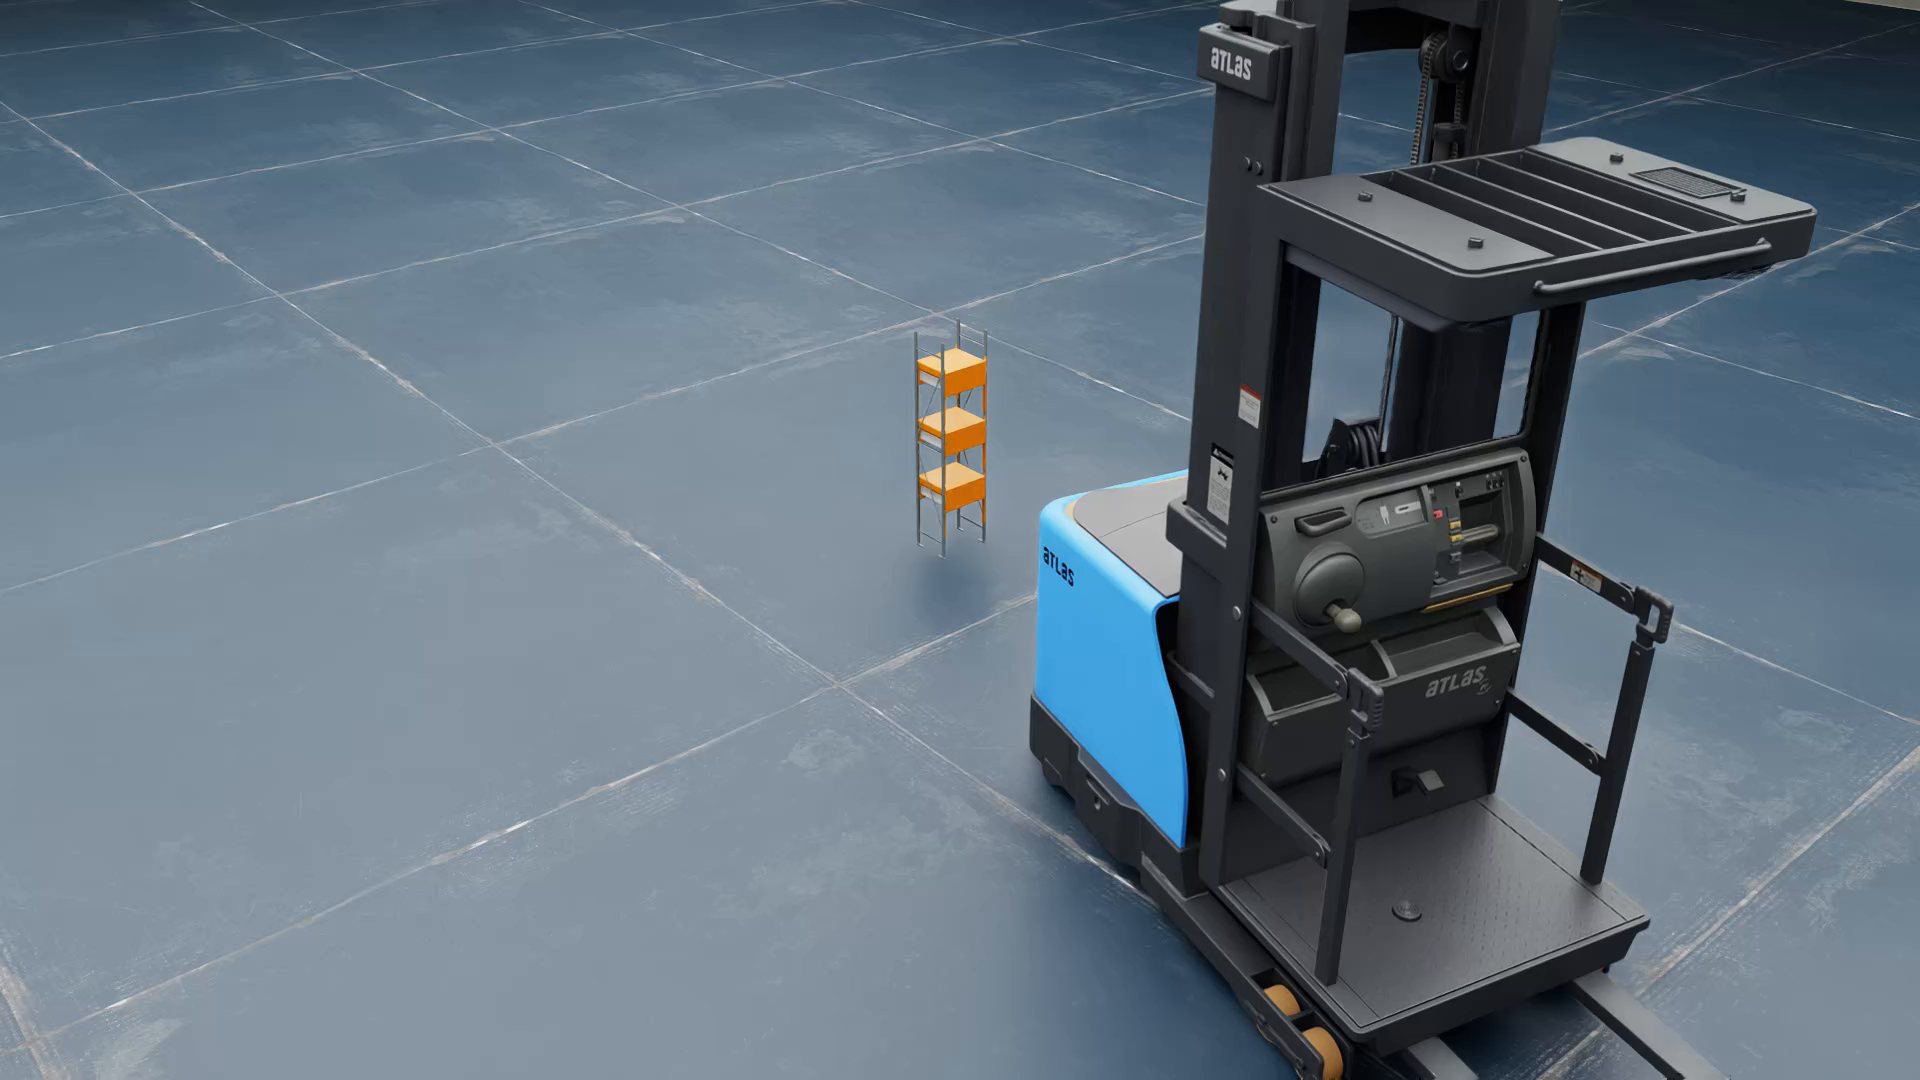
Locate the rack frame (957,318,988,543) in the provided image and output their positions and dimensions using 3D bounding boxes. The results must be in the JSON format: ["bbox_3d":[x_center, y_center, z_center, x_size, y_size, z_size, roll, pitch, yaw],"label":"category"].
[{"bbox_3d":[0.052,-0.484,7.542,0.008,1.050,0.200,-22,35,-35],"label":"rack frame"}]

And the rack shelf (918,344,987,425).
[{"bbox_3d":[-0.041,-0.688,7.343,0.240,0.259,0.215,-22,35,-35],"label":"rack shelf"}]

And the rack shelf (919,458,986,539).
[{"bbox_3d":[-0.041,-0.192,7.608,0.240,0.259,0.215,-22,35,-35],"label":"rack shelf"}]

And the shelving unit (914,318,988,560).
[{"bbox_3d":[-0.041,-0.447,7.472,0.252,1.050,0.215,-22,35,-35],"label":"shelving unit"}]

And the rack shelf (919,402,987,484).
[{"bbox_3d":[-0.041,-0.437,7.477,0.240,0.259,0.215,-22,35,-35],"label":"rack shelf"}]

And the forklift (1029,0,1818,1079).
[{"bbox_3d":[1.355,0.046,4.554,1.130,2.935,3.031,-13,31,-23],"label":"forklift"}]

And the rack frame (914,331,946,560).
[{"bbox_3d":[-0.134,-0.409,7.402,0.008,1.050,0.200,-22,35,-35],"label":"rack frame"}]
